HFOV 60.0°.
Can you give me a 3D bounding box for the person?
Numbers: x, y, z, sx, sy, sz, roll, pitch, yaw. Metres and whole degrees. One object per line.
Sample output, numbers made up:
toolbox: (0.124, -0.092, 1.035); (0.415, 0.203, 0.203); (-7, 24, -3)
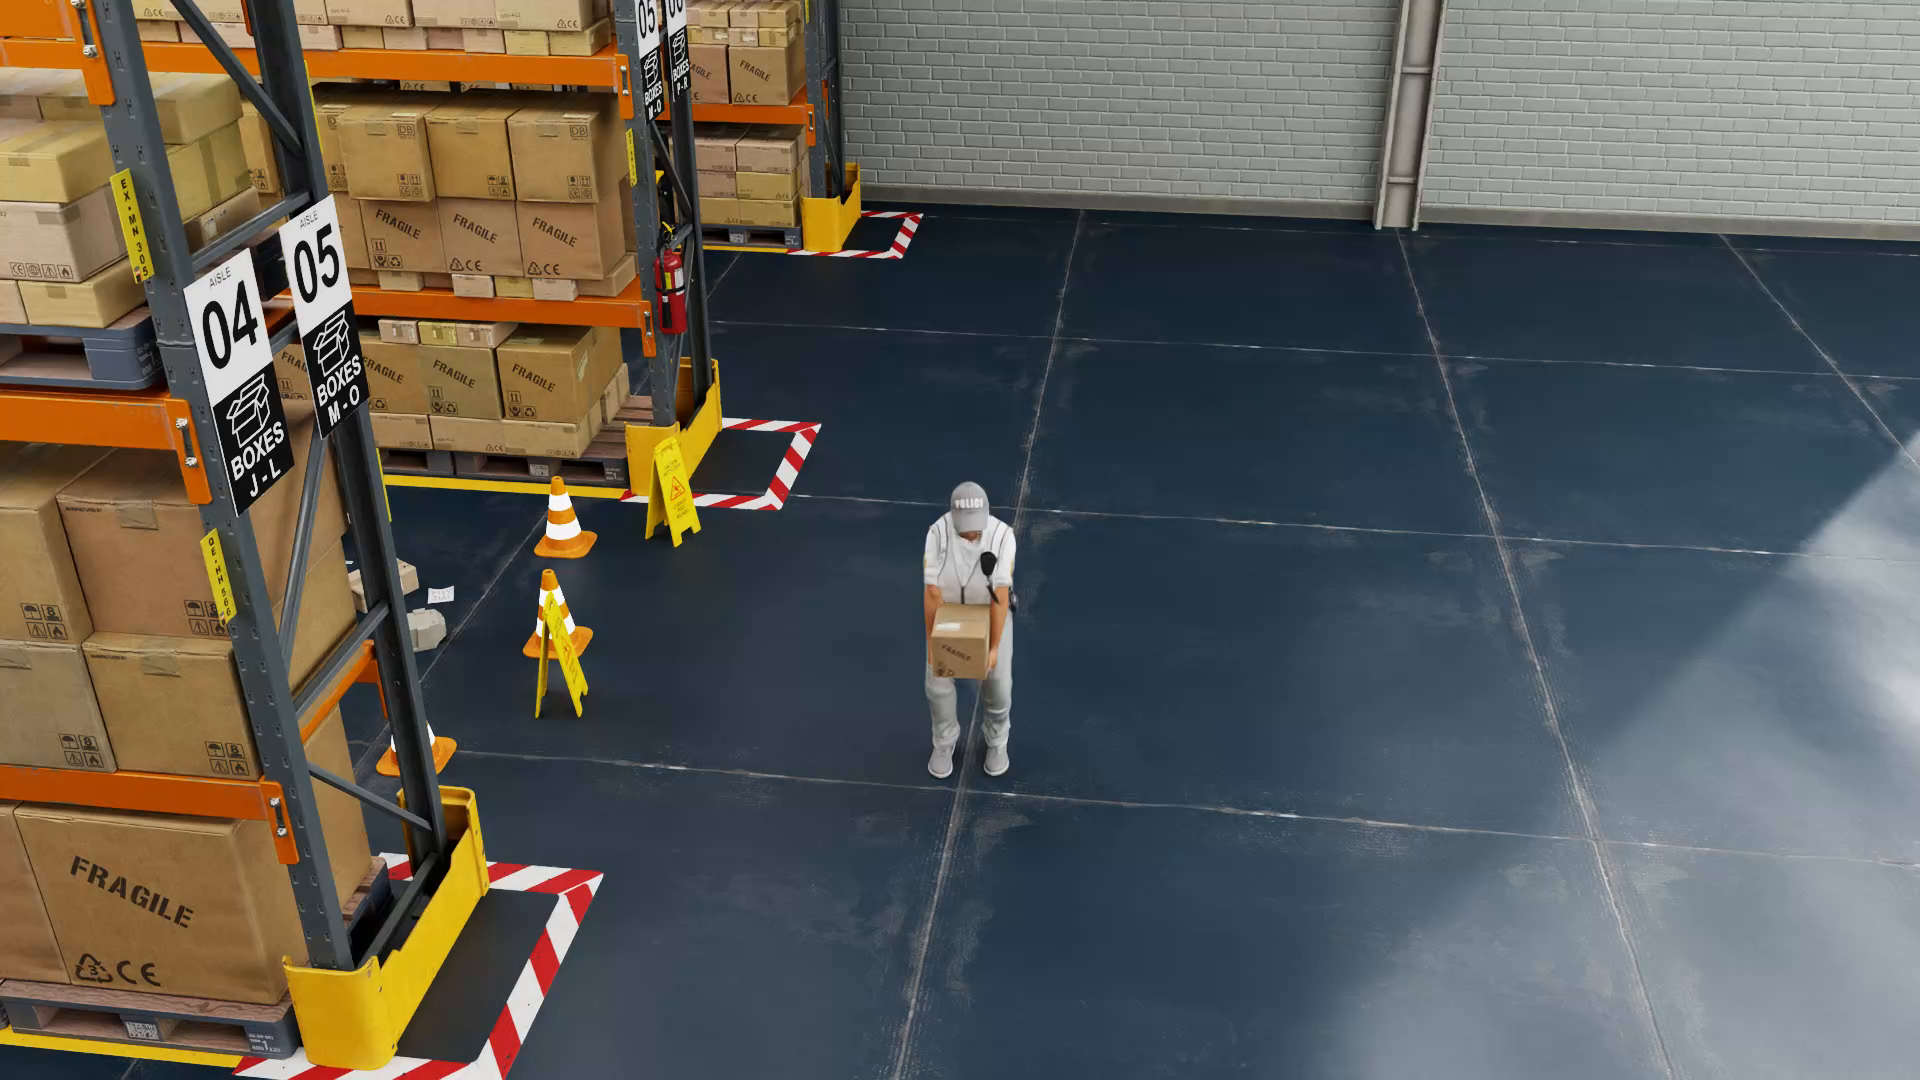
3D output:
person: (0.043, 0.408, 7.926); (0.452, 1.623, 0.593); (3, 29, 5)
